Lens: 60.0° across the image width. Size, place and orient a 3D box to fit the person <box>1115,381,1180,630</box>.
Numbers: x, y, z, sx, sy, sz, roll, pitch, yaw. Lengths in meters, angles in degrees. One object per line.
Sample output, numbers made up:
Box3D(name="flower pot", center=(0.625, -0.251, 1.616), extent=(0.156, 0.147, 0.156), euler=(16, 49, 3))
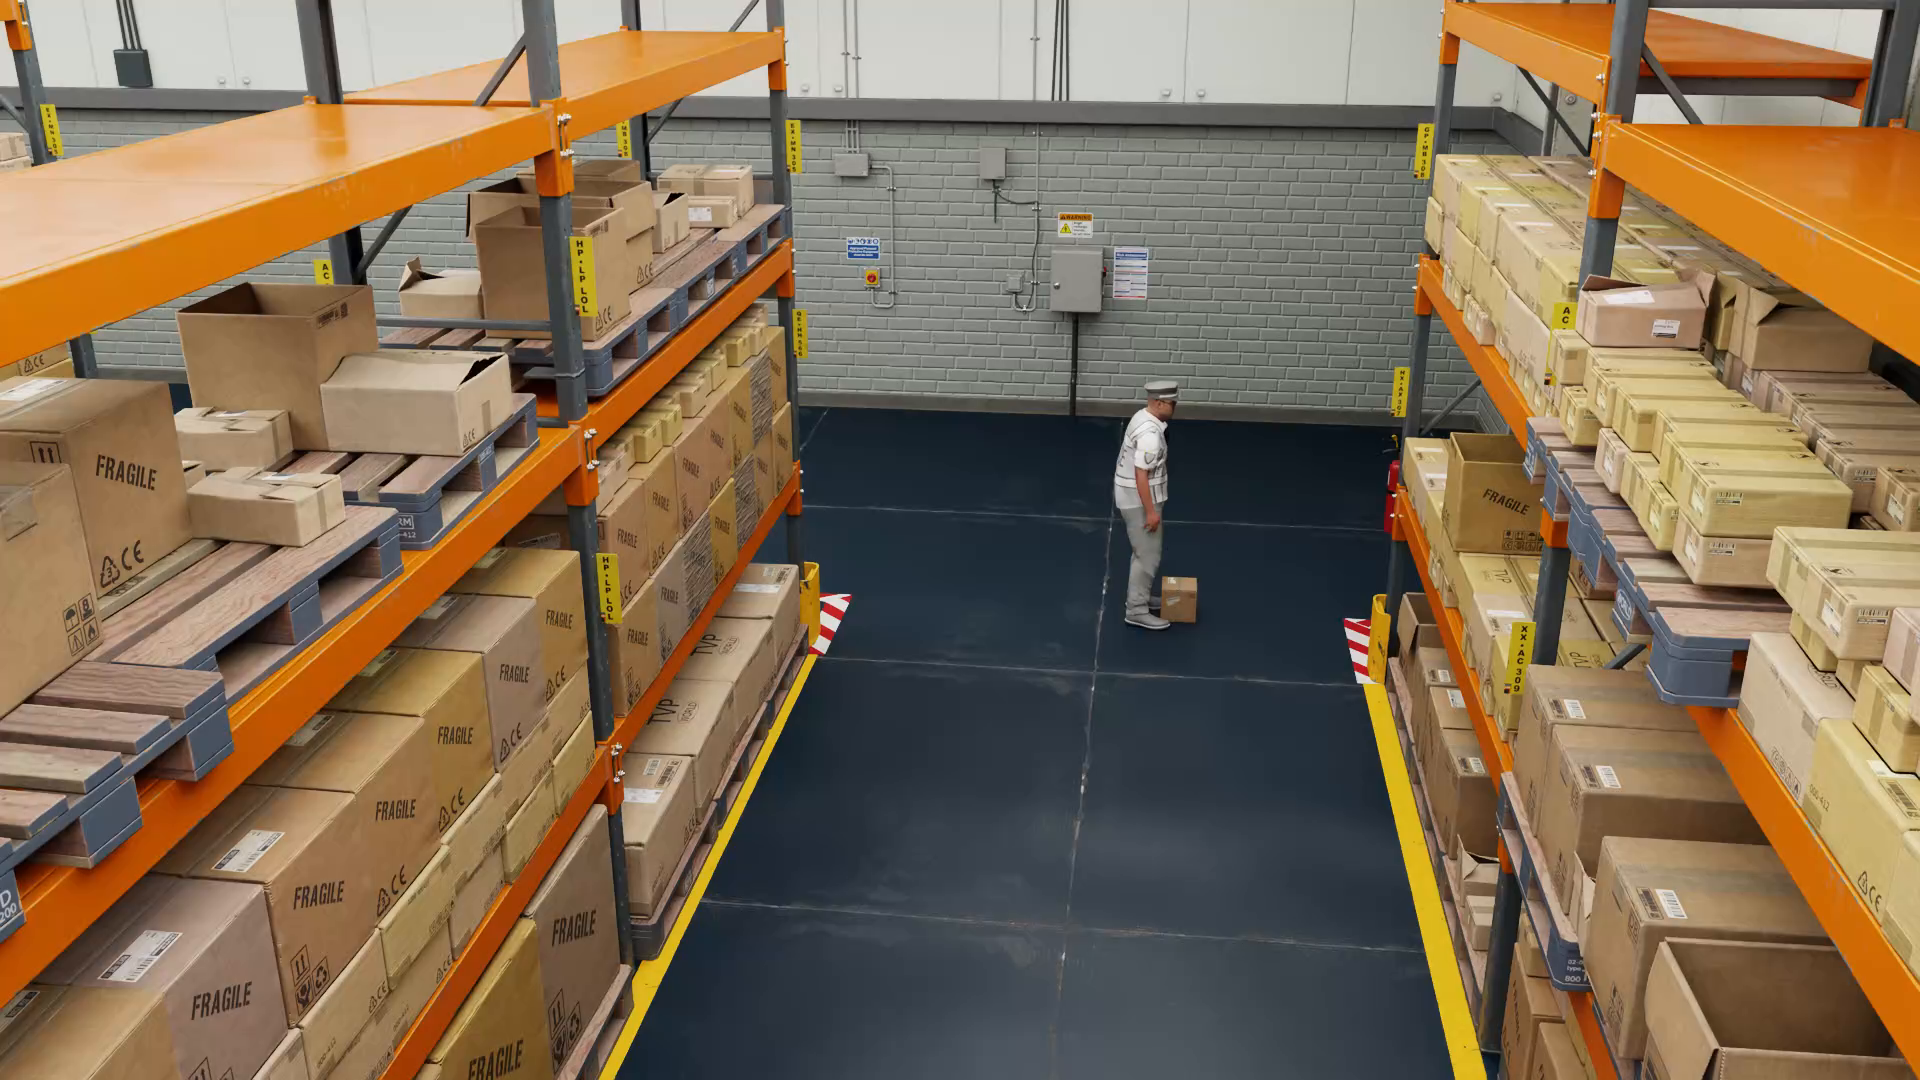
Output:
Box3D(name="person", center=(1.311, -0.278, 11.793), extent=(0.434, 1.748, 0.585), euler=(2, 21, 6))
